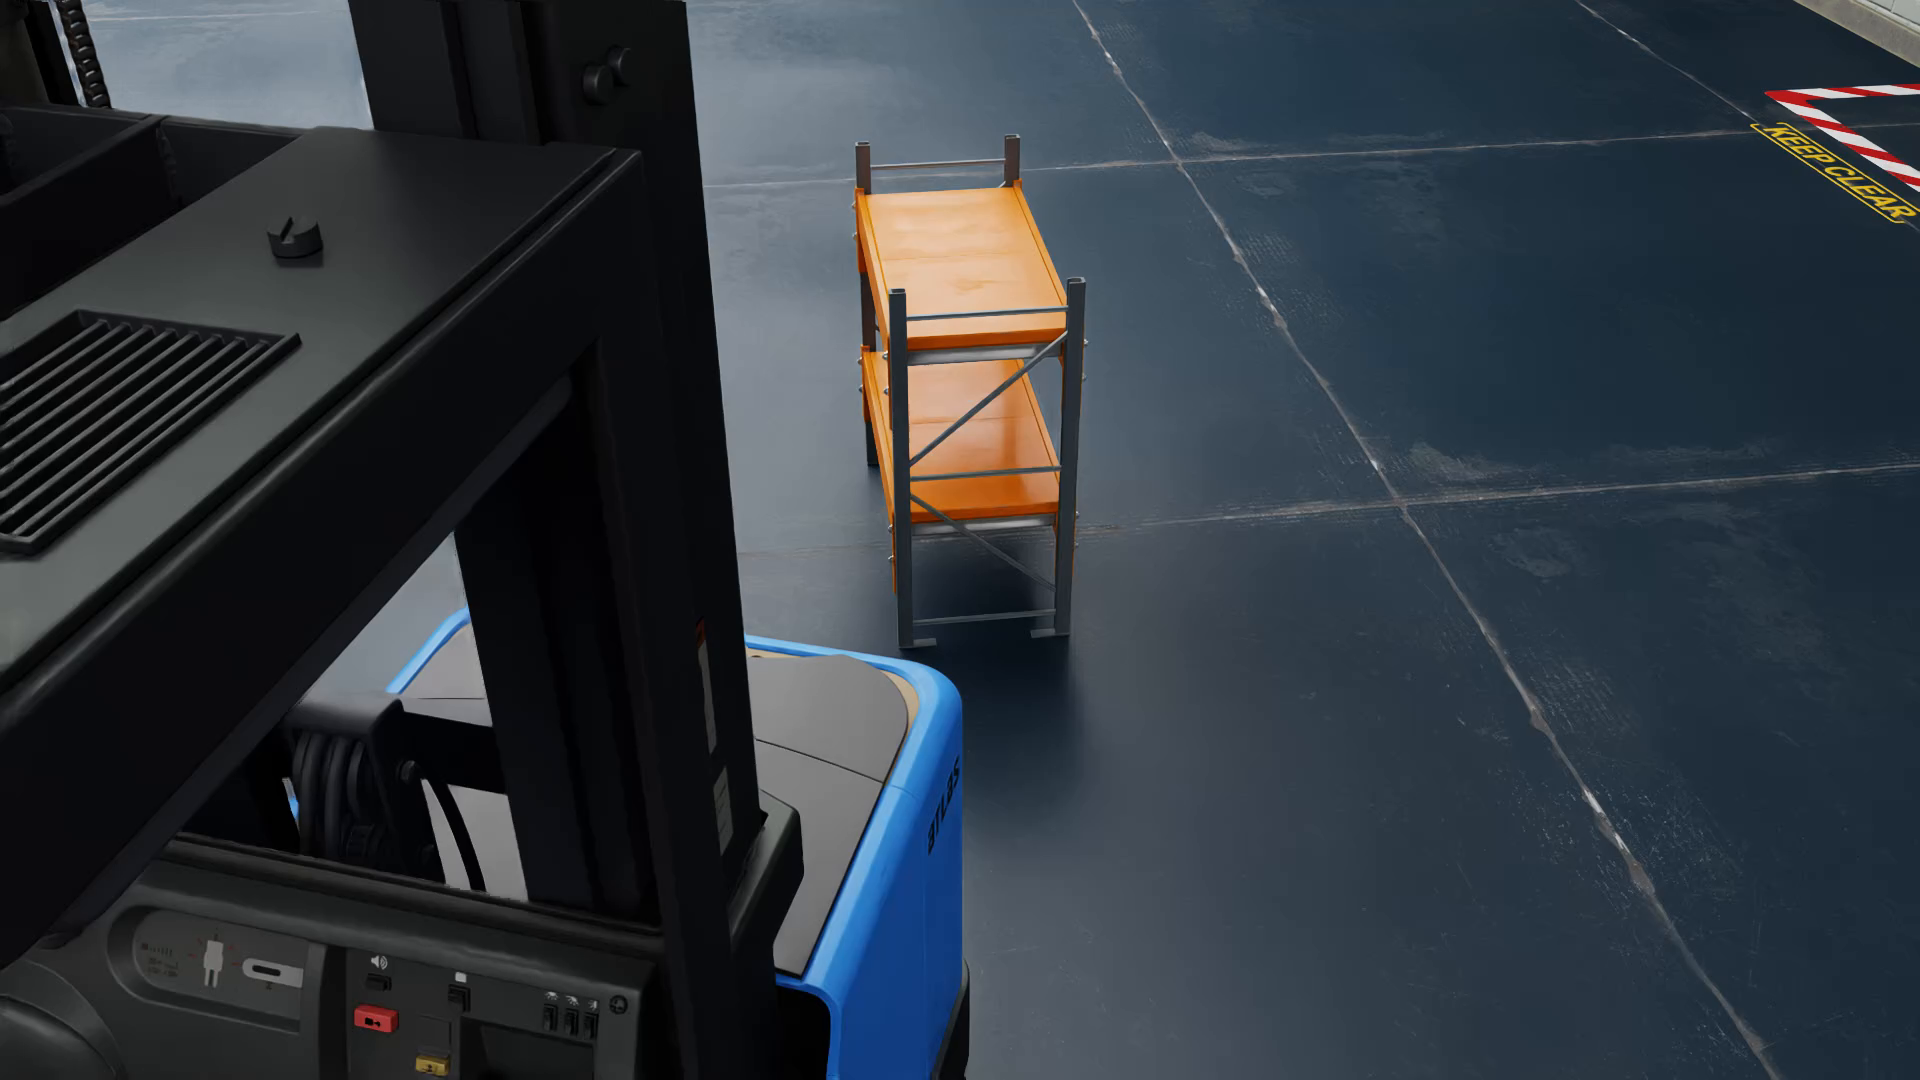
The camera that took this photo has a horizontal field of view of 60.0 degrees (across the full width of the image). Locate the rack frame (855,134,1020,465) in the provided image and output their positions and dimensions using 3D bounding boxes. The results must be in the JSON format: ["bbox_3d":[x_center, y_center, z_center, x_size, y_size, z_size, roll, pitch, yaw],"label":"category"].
[{"bbox_3d":[-0.067,-0.745,5.344,0.500,1.125,0.032,-4,35,-6],"label":"rack frame"}]

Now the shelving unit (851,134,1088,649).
[{"bbox_3d":[0.001,-0.461,4.928,0.538,1.125,1.048,-4,35,-6],"label":"shelving unit"}]

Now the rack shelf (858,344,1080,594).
[{"bbox_3d":[0.001,-0.259,5.065,0.538,0.278,1.000,-4,35,-6],"label":"rack shelf"}]

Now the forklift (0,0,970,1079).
[{"bbox_3d":[-0.841,0.642,1.705,1.130,2.935,3.031,8,35,12],"label":"forklift"}]

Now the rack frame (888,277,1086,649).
[{"bbox_3d":[0.069,-0.177,4.511,0.500,1.125,0.032,-4,35,-6],"label":"rack frame"}]

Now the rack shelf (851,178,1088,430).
[{"bbox_3d":[0.001,-0.703,4.763,0.538,0.278,1.000,-4,35,-6],"label":"rack shelf"}]
